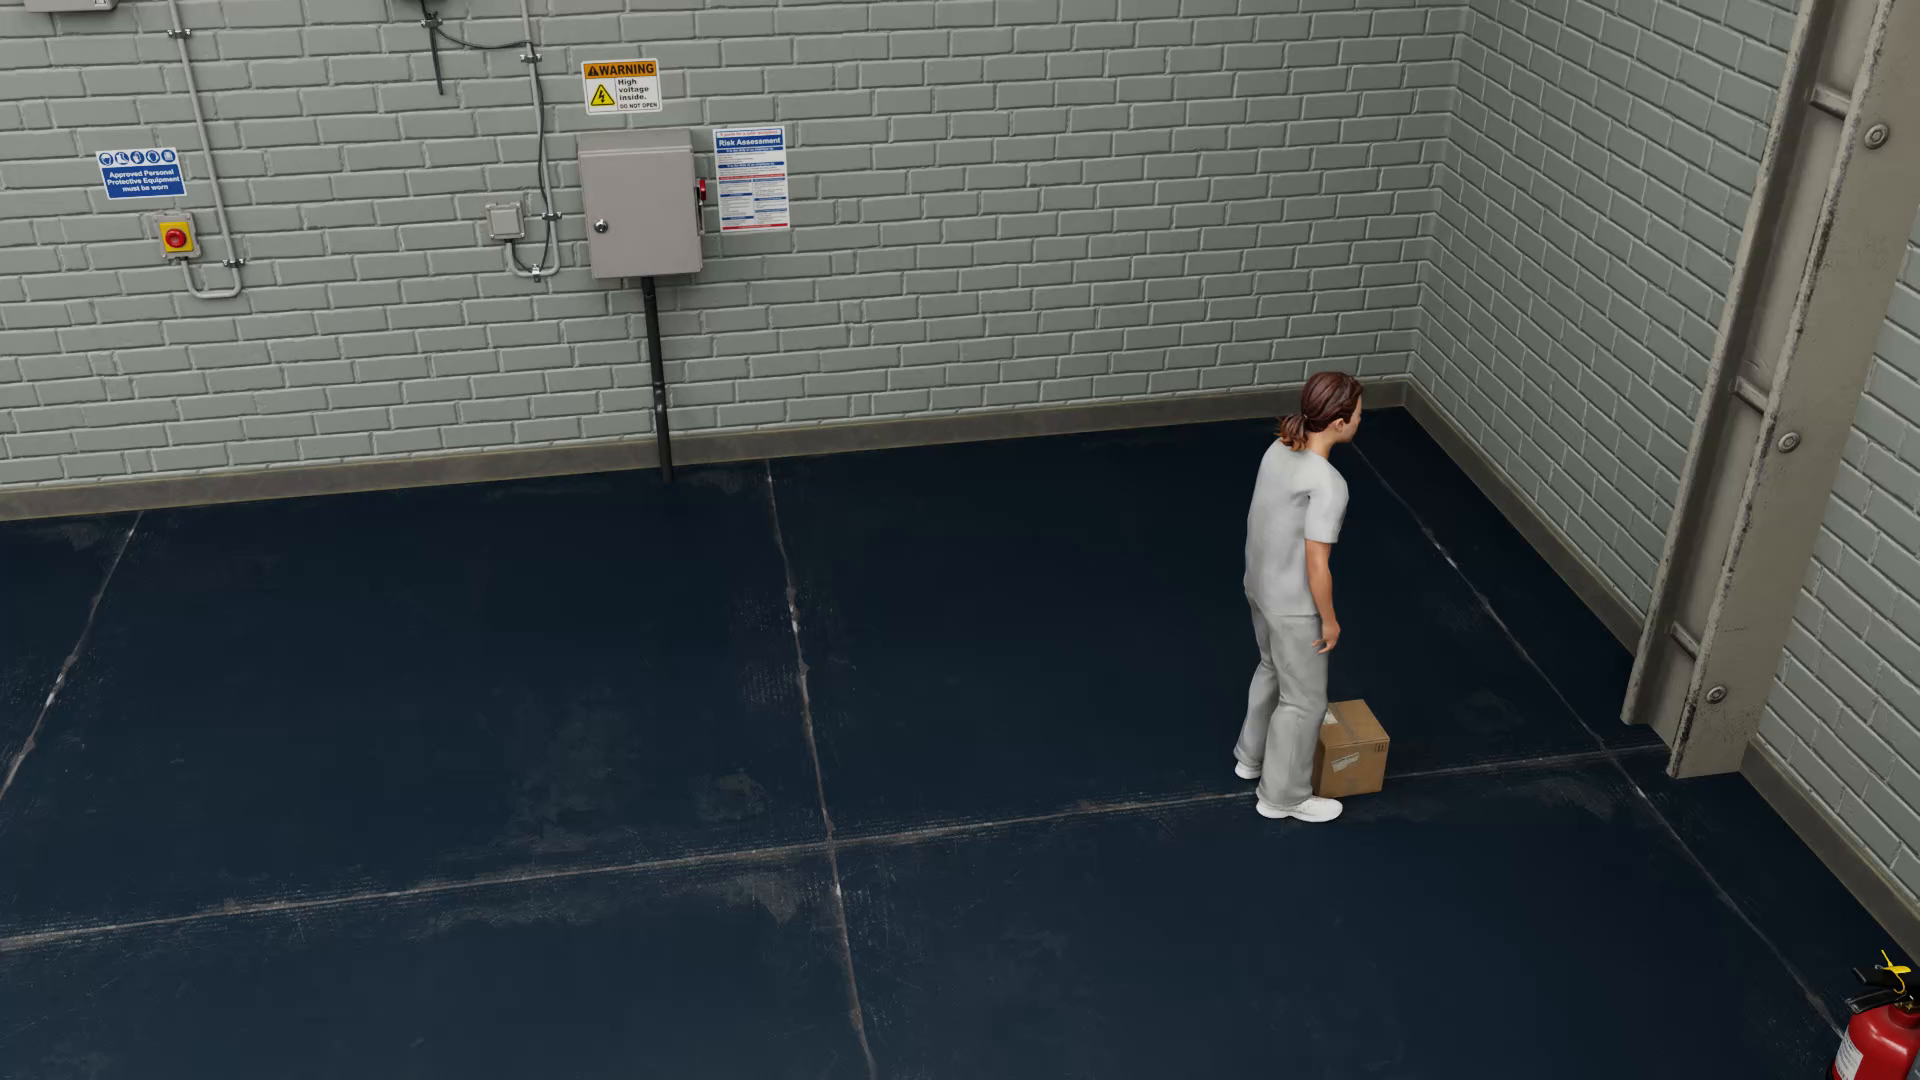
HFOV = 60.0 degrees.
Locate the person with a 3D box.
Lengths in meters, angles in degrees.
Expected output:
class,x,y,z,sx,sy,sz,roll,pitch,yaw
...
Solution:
class,x,y,z,sx,sy,sz,roll,pitch,yaw
person,1.180,0.196,5.806,0.365,1.671,0.512,-7,32,-12
